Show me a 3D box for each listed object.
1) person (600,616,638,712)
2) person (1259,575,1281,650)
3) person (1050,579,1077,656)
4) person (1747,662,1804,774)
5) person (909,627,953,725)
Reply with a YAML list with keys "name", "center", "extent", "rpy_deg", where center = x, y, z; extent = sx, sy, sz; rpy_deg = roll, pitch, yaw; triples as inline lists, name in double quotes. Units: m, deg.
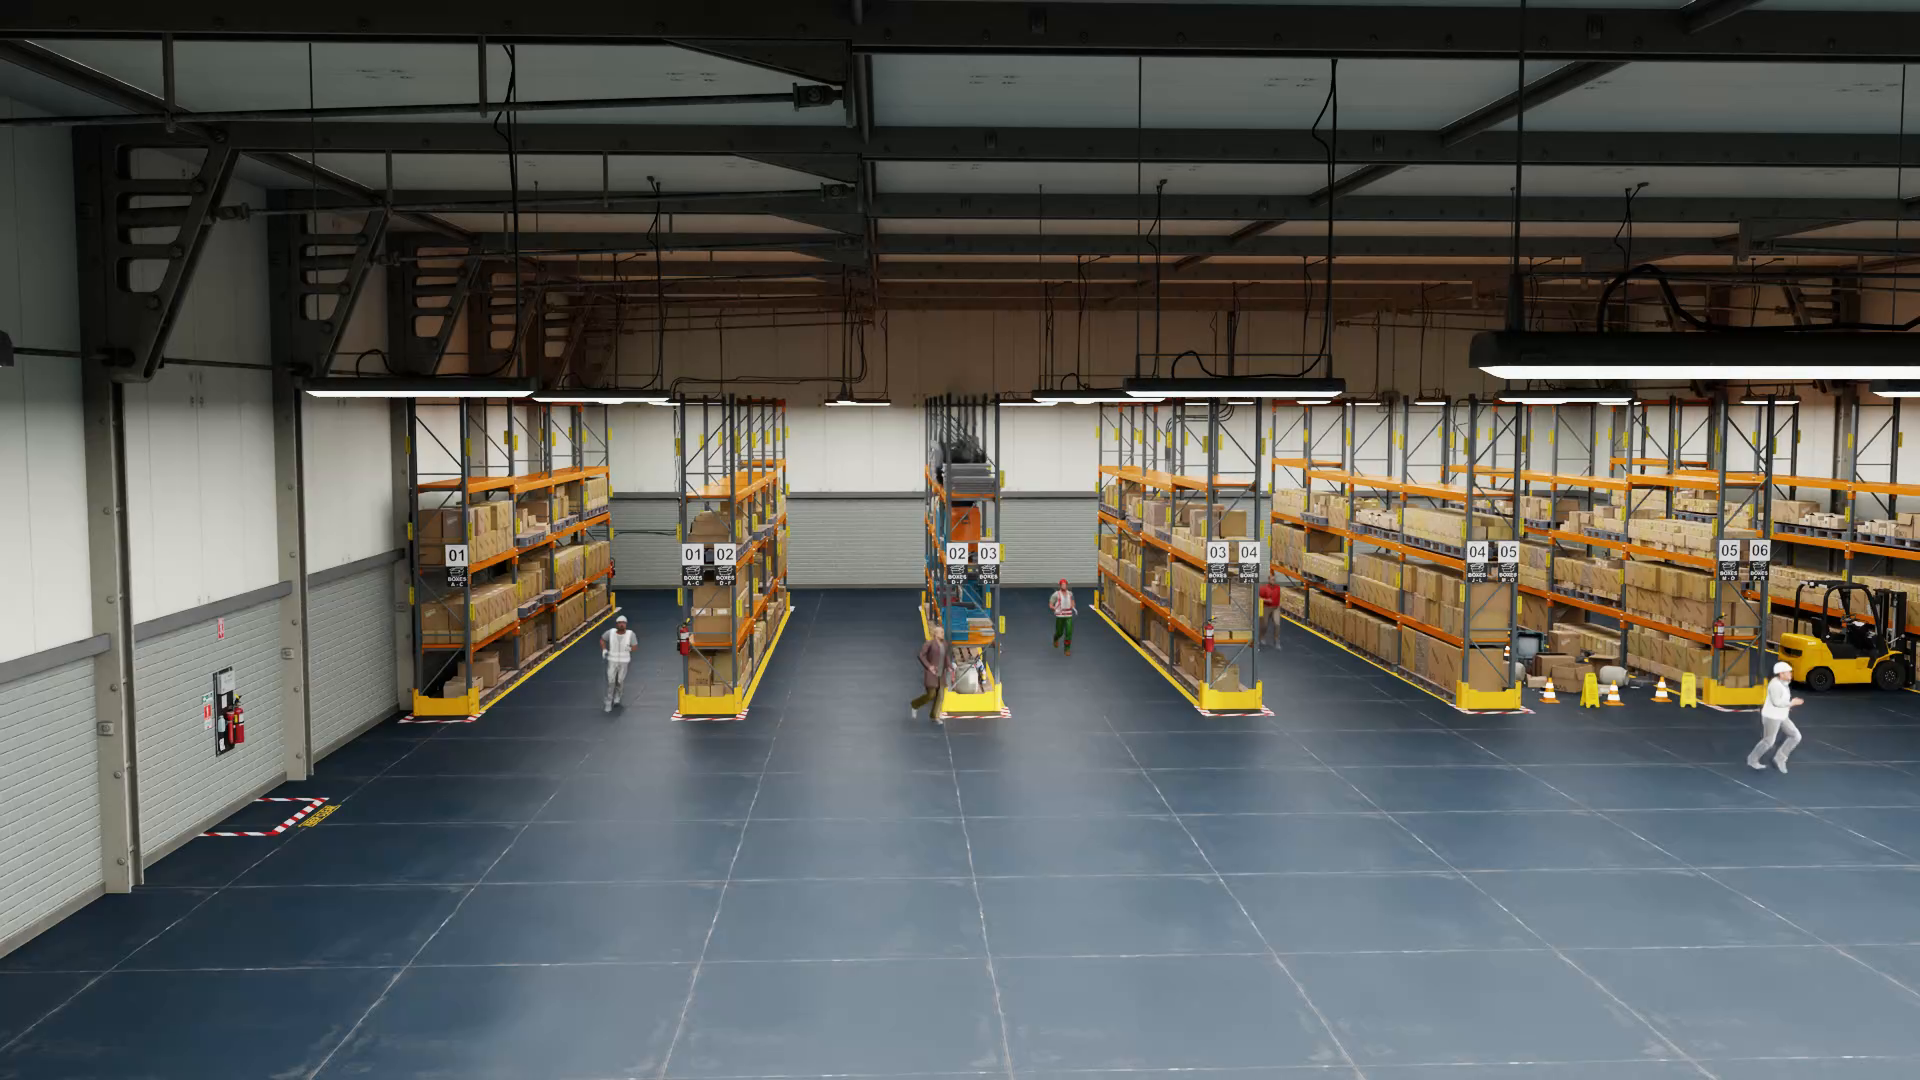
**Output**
- name: "person"
  center: [-6.503, 2.348, 31.764]
  extent: [0.687, 1.818, 0.791]
  rpy_deg: [-1, 5, -15]
- name: "person"
  center: [7.421, 1.713, 39.845]
  extent: [0.608, 1.767, 0.909]
  rpy_deg: [0, 5, -6]
- name: "person"
  center: [2.404, 1.783, 38.672]
  extent: [0.665, 1.767, 0.904]
  rpy_deg: [-1, 5, -16]
- name: "person"
  center: [12.788, 2.783, 26.051]
  extent: [0.811, 1.769, 0.682]
  rpy_deg: [4, 6, 42]
- name: "person"
  center: [-0.447, 2.453, 30.427]
  extent: [0.769, 1.737, 0.818]
  rpy_deg: [-4, 6, -45]
